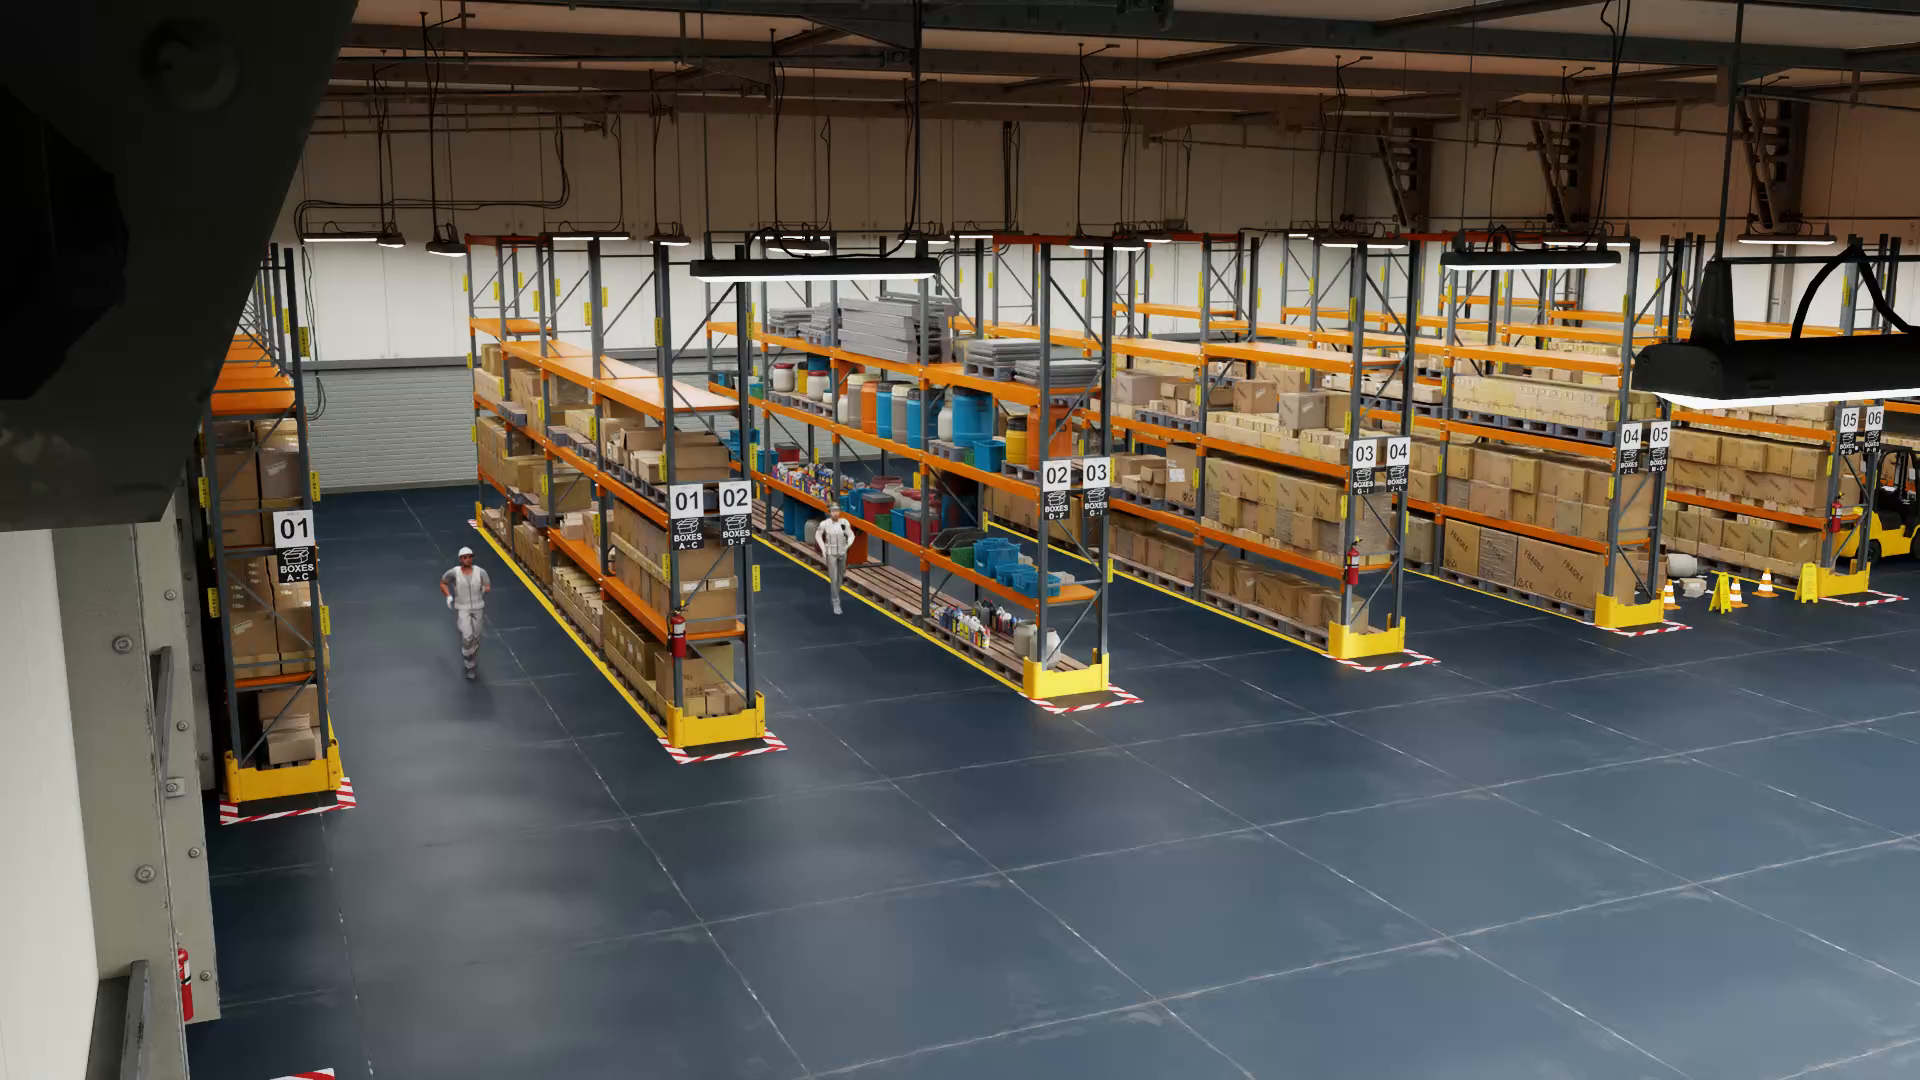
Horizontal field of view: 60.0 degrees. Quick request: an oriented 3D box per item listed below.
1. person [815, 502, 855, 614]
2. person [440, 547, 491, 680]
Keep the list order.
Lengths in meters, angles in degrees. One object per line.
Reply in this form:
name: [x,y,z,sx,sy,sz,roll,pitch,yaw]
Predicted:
person: [-1.924,0.238,25.854,0.608,1.721,0.769,-3,11,-16]
person: [-6.851,1.011,23.220,0.631,1.844,0.735,-7,13,-31]
